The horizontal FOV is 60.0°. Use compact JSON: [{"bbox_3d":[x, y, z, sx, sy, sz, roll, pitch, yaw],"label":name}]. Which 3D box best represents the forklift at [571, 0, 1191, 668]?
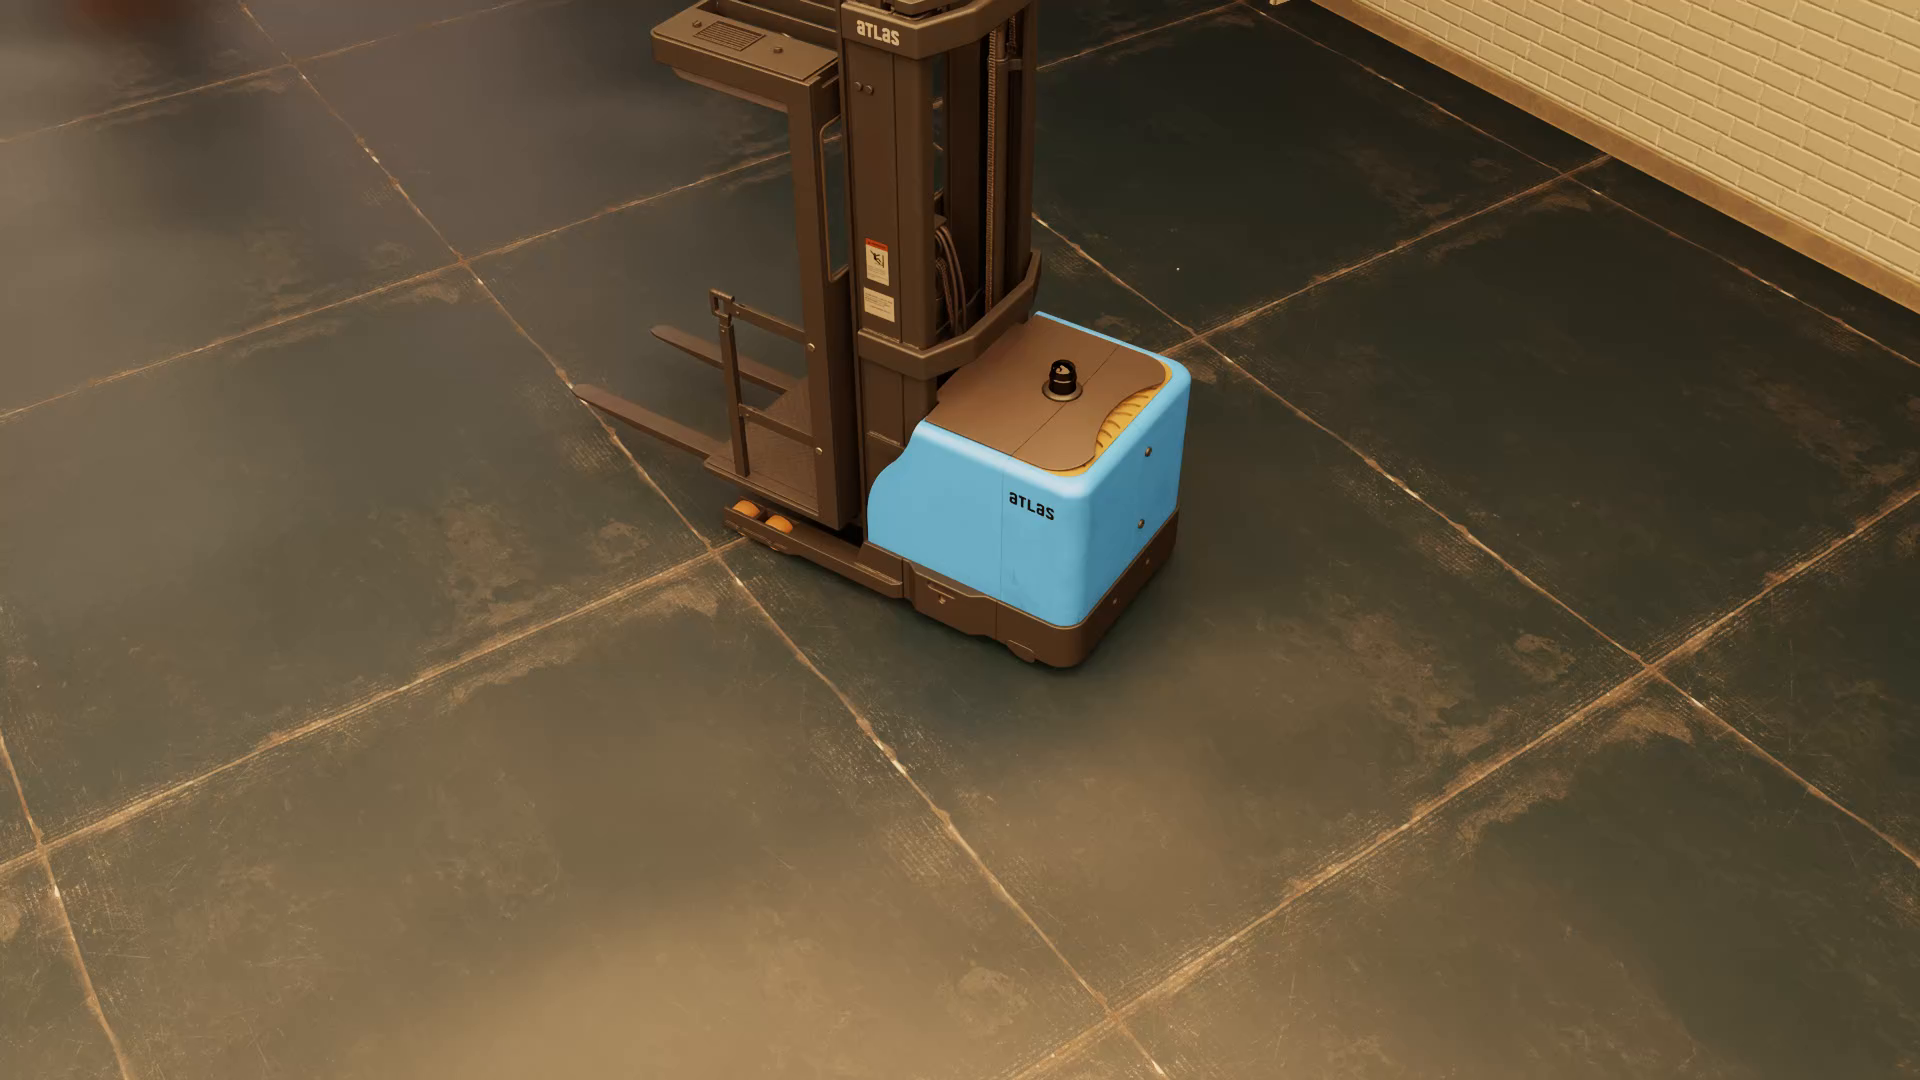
[{"bbox_3d":[-0.511,-1.302,7.129,3.031,2.935,1.130,24,48,24],"label":"forklift"}]
